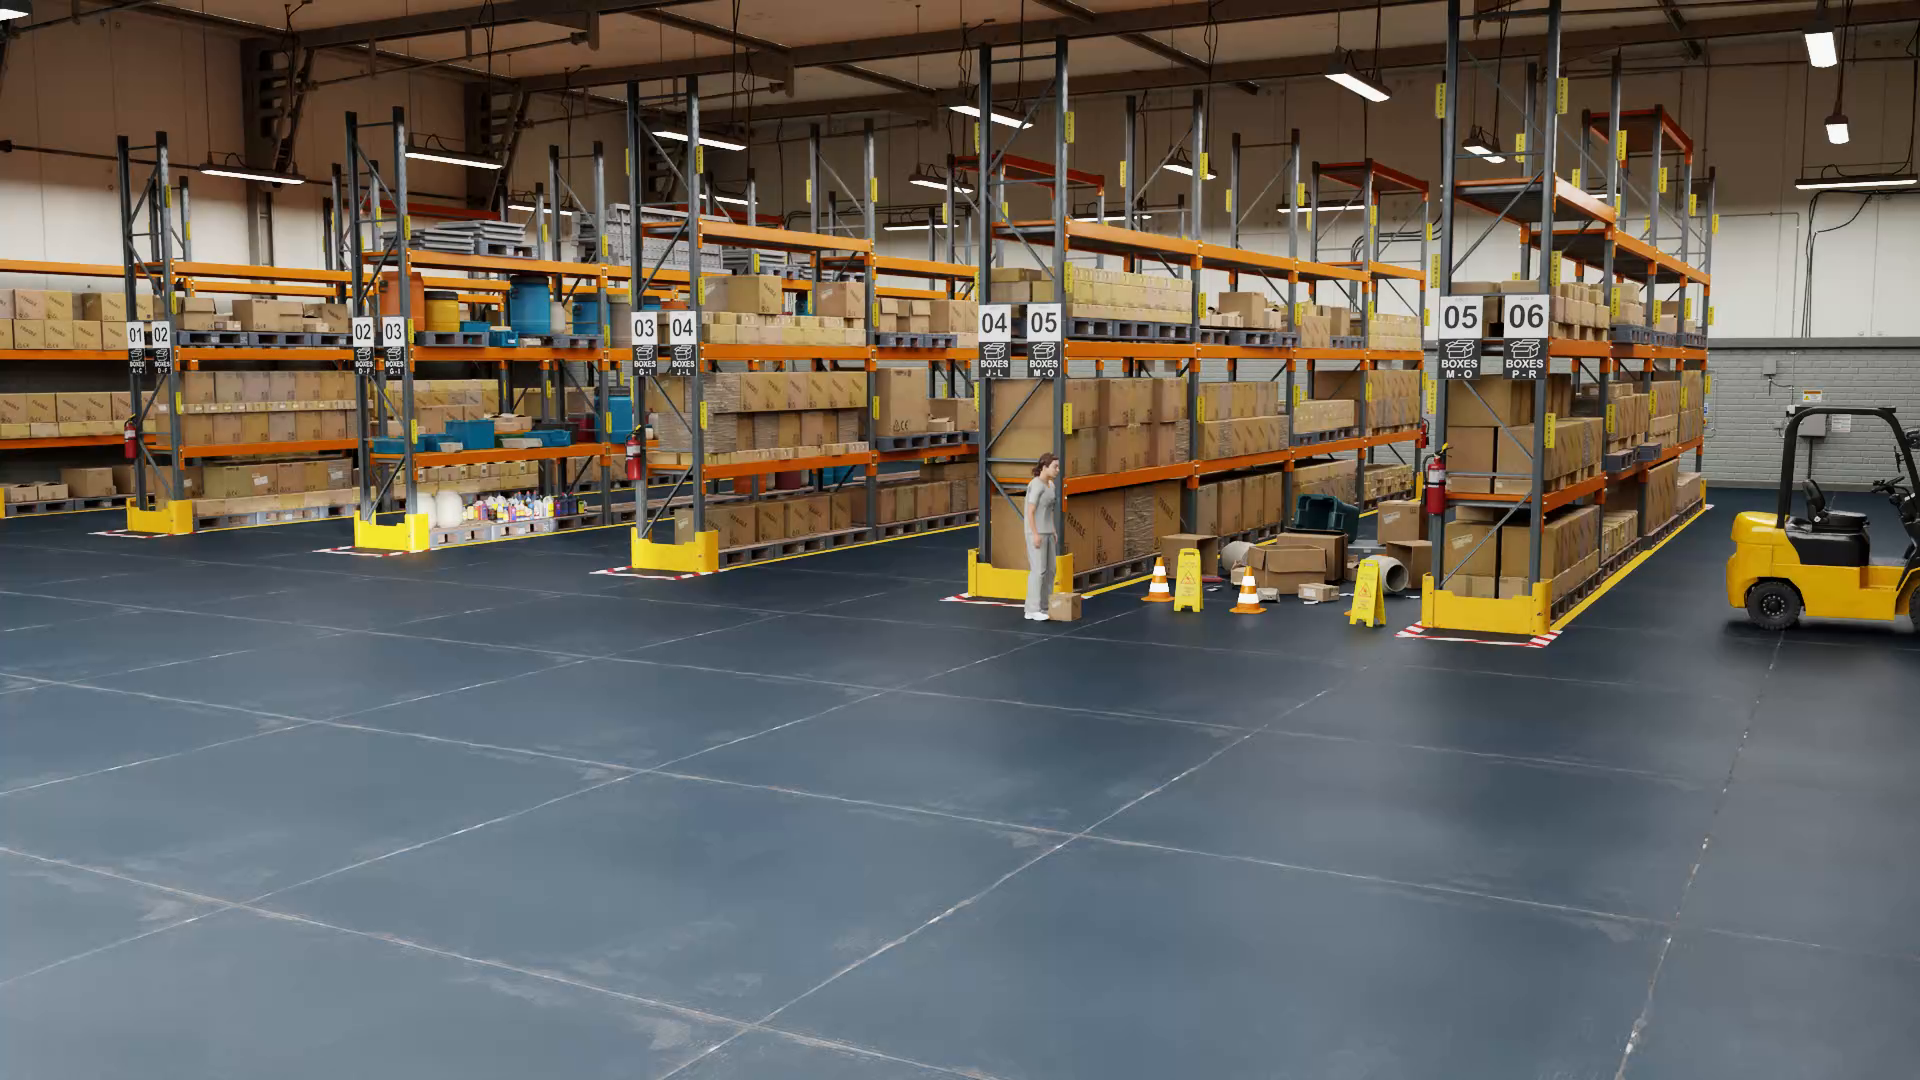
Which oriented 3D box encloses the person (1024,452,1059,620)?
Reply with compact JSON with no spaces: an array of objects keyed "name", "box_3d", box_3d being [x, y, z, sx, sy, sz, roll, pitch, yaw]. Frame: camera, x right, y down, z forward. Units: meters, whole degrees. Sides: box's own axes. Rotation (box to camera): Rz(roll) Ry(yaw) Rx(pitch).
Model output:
[{"name":"person","box_3d":[0.836,-0.048,16.784,0.355,1.673,0.489,3,7,29]}]
